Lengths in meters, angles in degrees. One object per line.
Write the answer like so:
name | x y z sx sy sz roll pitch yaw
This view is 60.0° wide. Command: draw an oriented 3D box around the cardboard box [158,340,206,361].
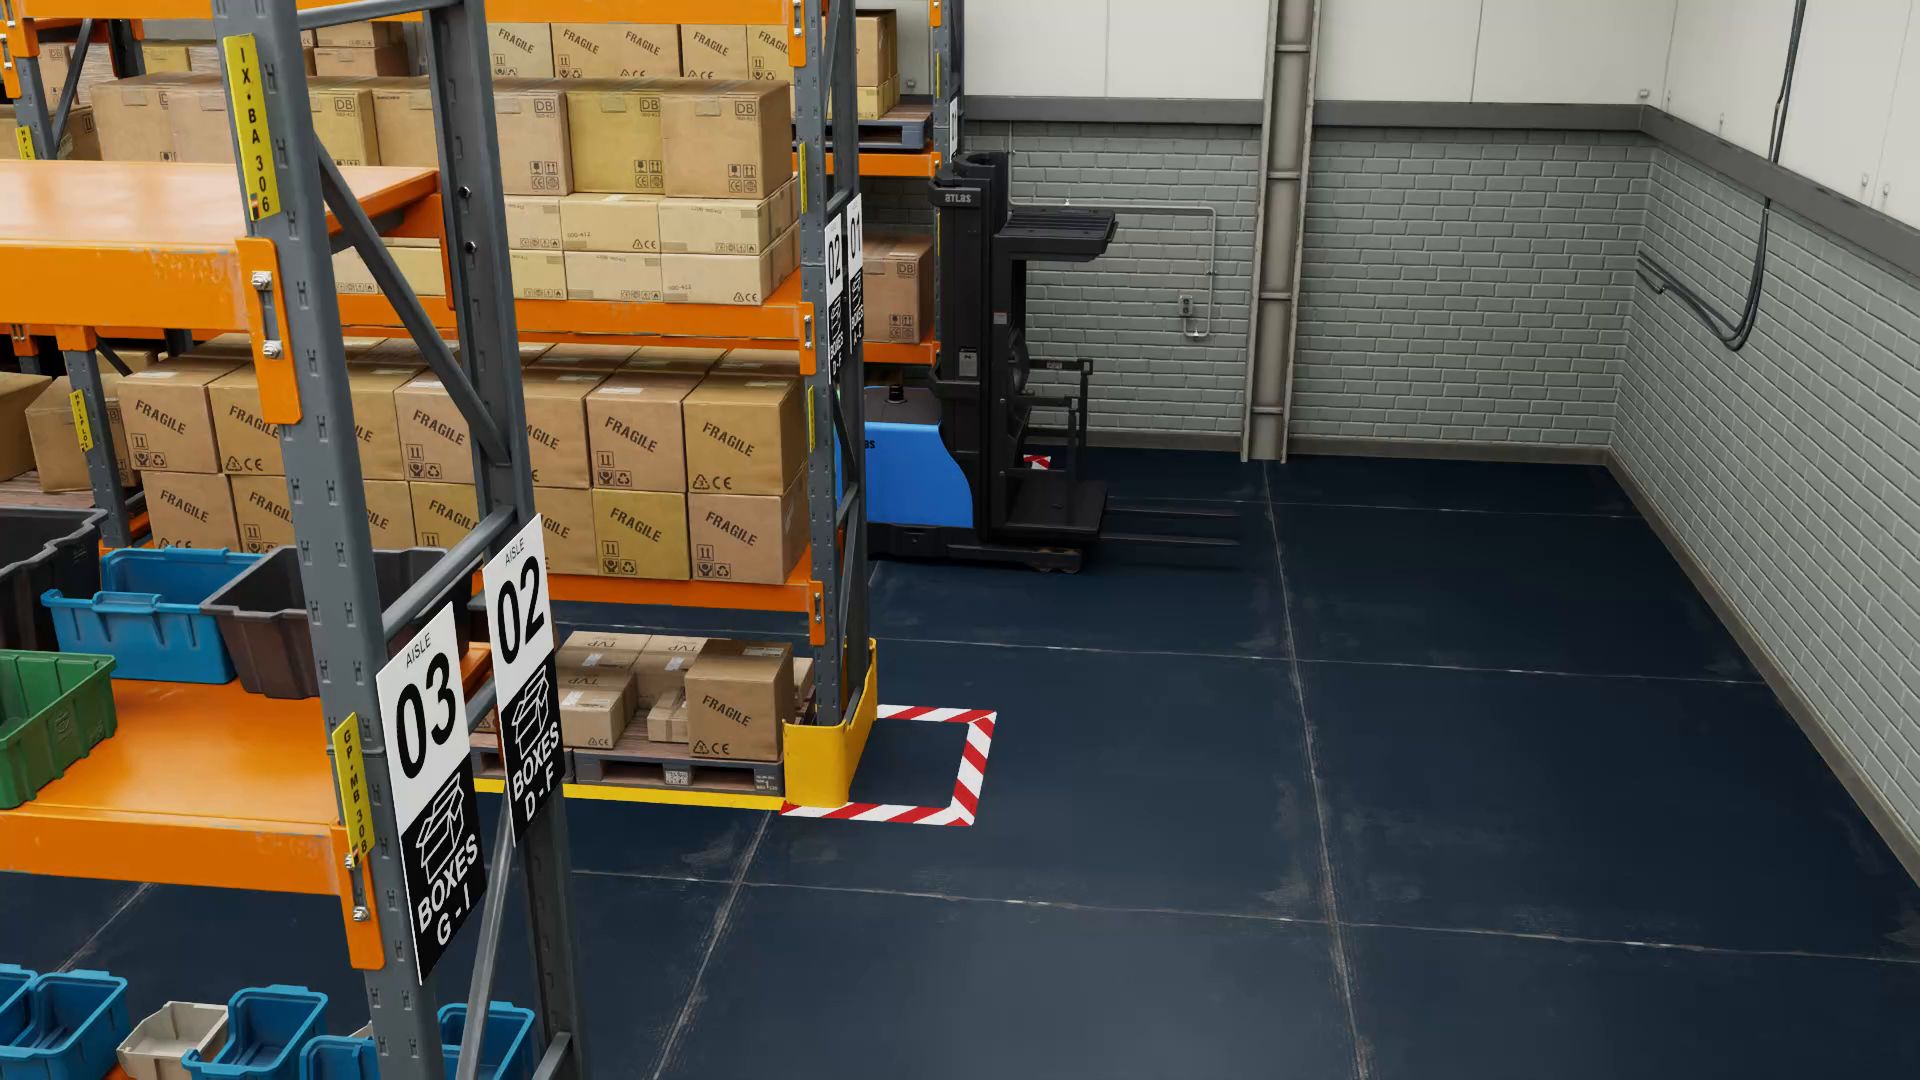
cardboard box | -6.445 -1.358 14.647 0.750 0.750 0.750 2 22 6

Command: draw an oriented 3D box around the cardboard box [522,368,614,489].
cardboard box | -2.155 -0.600 8.881 0.500 0.500 0.500 3 22 8

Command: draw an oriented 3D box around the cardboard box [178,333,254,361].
cardboard box | -4.103 -0.884 9.601 0.500 0.500 0.500 3 22 7

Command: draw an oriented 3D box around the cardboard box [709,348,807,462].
cardboard box | -1.073 -0.754 9.271 0.500 0.500 0.500 3 22 8

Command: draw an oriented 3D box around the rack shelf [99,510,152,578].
rack shelf | -6.622 -0.052 9.971 4.000 0.370 1.077 2 22 6

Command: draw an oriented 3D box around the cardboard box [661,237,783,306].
cardboard box | -1.205 -1.378 8.470 0.500 0.250 0.500 2 22 6

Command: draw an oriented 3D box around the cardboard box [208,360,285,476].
cardboard box | -3.689 -0.666 9.050 0.500 0.500 0.500 2 22 5

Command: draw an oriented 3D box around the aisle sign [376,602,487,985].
aisle sign | -1.213 0.582 3.851 0.004 0.787 0.394 2 22 6

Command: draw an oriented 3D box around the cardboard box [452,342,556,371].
cardboard box | -2.594 -0.819 9.436 0.500 0.500 0.500 2 22 6

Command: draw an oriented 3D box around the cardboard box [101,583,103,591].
cardboard box | -5.088 0.548 10.276 0.500 0.500 0.500 2 22 4

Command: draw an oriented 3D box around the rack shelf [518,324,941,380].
rack shelf | -2.070 -1.688 14.108 4.000 0.370 1.077 2 22 6

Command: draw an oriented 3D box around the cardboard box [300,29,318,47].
cardboard box | -5.465 -4.208 13.670 0.500 0.250 0.500 2 22 5

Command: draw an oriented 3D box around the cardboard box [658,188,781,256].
cardboard box | -1.204 -1.614 8.387 0.500 0.250 0.500 2 22 6

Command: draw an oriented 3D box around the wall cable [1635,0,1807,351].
wall cable | 5.490 -2.907 12.276 0.112 2.526 3.097 2 22 6

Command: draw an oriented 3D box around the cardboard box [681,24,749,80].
cardboard box | -1.858 -3.829 12.942 0.500 0.500 0.500 2 22 4

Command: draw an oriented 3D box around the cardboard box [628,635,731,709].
cardboard box | -1.667 0.798 9.982 0.500 0.250 0.500 2 22 6

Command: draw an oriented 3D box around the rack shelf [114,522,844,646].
rack shelf | -2.650 0.121 9.533 4.000 0.370 1.077 2 22 6

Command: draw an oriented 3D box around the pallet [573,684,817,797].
pallet | -1.531 1.132 9.789 1.213 0.211 1.003 2 22 6

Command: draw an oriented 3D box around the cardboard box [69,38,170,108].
cardboard box | -7.008 -3.924 13.972 0.500 0.500 0.700 1 22 3

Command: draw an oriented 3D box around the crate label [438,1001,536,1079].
crate label | -1.457 1.600 4.958 0.303 0.233 0.416 2 22 6

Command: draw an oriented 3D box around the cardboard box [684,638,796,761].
cardboard box | -1.233 0.897 9.392 0.500 0.500 0.500 2 22 6

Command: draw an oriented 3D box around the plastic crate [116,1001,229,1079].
plastic crate | -2.439 1.572 5.162 0.298 0.136 0.250 2 22 6

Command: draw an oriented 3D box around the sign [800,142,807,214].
sign | -0.749 -1.732 7.957 0.005 0.325 0.100 2 22 6

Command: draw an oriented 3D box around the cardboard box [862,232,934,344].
cardboard box | -0.592 -2.094 13.748 0.700 0.700 0.980 3 22 9

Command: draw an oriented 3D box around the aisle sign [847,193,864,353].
aisle sign | -0.561 -1.440 8.967 0.004 0.787 0.394 2 22 6

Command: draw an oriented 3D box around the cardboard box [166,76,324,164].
cardboard box | -3.669 -2.126 8.662 0.500 0.500 0.700 2 22 6

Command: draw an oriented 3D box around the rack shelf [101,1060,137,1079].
rack shelf | -3.236 1.929 4.959 4.000 0.370 1.077 2 22 6

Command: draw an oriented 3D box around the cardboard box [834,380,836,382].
cardboard box | -1.194 -1.214 13.877 0.250 0.149 0.380 3 22 8

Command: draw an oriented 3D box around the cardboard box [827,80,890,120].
cardboard box | -0.843 -3.438 12.972 0.500 0.250 0.500 3 22 8

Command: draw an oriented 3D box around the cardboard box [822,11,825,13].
cardboard box | -1.305 -3.997 13.367 0.500 0.500 0.500 2 22 5

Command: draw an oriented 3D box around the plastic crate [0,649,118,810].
plastic crate | -2.263 0.446 3.939 0.336 0.188 0.450 2 22 6

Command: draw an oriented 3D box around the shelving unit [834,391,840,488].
shelving unit | -1.128 -0.683 13.036 0.503 1.200 0.258 4 22 9

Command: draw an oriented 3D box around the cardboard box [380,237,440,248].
cardboard box | -2.694 -1.678 8.548 0.500 0.250 0.500 2 22 6

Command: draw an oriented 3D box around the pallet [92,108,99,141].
pallet | -7.383 -3.581 14.094 1.003 0.211 1.213 3 22 9

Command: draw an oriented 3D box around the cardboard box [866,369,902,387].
cardboard box | -0.644 -1.332 14.175 0.250 0.149 0.380 3 22 7

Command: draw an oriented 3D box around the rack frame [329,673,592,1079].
rack frame | -1.250 1.681 4.608 0.127 3.000 1.000 2 22 6

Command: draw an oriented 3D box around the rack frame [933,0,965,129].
rack frame | -0.084 -4.726 12.654 0.127 3.000 1.000 2 22 6

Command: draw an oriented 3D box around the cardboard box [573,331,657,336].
cardboard box | -2.796 -2.185 13.980 0.700 0.700 0.980 2 22 5

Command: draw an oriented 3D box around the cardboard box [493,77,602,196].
cardboard box | -2.171 -2.085 8.558 0.500 0.500 0.700 2 22 6

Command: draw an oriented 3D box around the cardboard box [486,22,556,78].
cardboard box | -3.382 -3.892 13.100 0.500 0.500 0.500 2 22 6

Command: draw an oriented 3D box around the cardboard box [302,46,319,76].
cardboard box | -5.478 -3.834 13.743 0.500 0.500 0.700 2 22 5

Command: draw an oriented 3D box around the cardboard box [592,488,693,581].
cardboard box | -1.656 -0.115 9.014 0.500 0.500 0.500 3 22 7

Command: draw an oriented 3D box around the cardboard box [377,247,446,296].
cardboard box | -2.693 -1.448 8.648 0.500 0.250 0.500 2 22 6

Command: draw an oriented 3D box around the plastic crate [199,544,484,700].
plastic crate | -1.600 0.229 4.380 0.590 0.269 0.497 2 22 6

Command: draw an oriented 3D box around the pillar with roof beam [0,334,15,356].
pillar with roof beam | -9.725 -3.872 10.495 0.400 9.000 9.100 2 22 6

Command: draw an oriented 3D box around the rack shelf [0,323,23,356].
rack shelf | -10.015 -2.034 14.983 4.000 0.370 1.077 2 22 6

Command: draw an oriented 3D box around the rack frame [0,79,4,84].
rack frame | -8.029 -5.072 13.529 0.127 3.000 1.000 2 22 6

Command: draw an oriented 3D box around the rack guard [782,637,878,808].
rack guard | -0.739 1.032 9.650 0.348 0.500 1.175 2 22 6

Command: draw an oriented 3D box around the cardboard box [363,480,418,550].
cardboard box | -3.156 -0.182 9.184 0.500 0.500 0.500 2 22 6

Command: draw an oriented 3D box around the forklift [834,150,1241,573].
forklift | 0.620 -1.327 12.311 3.031 2.935 1.130 3 22 8

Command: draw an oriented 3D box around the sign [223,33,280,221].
sign | -1.299 -0.757 3.054 0.005 0.325 0.100 2 22 6
